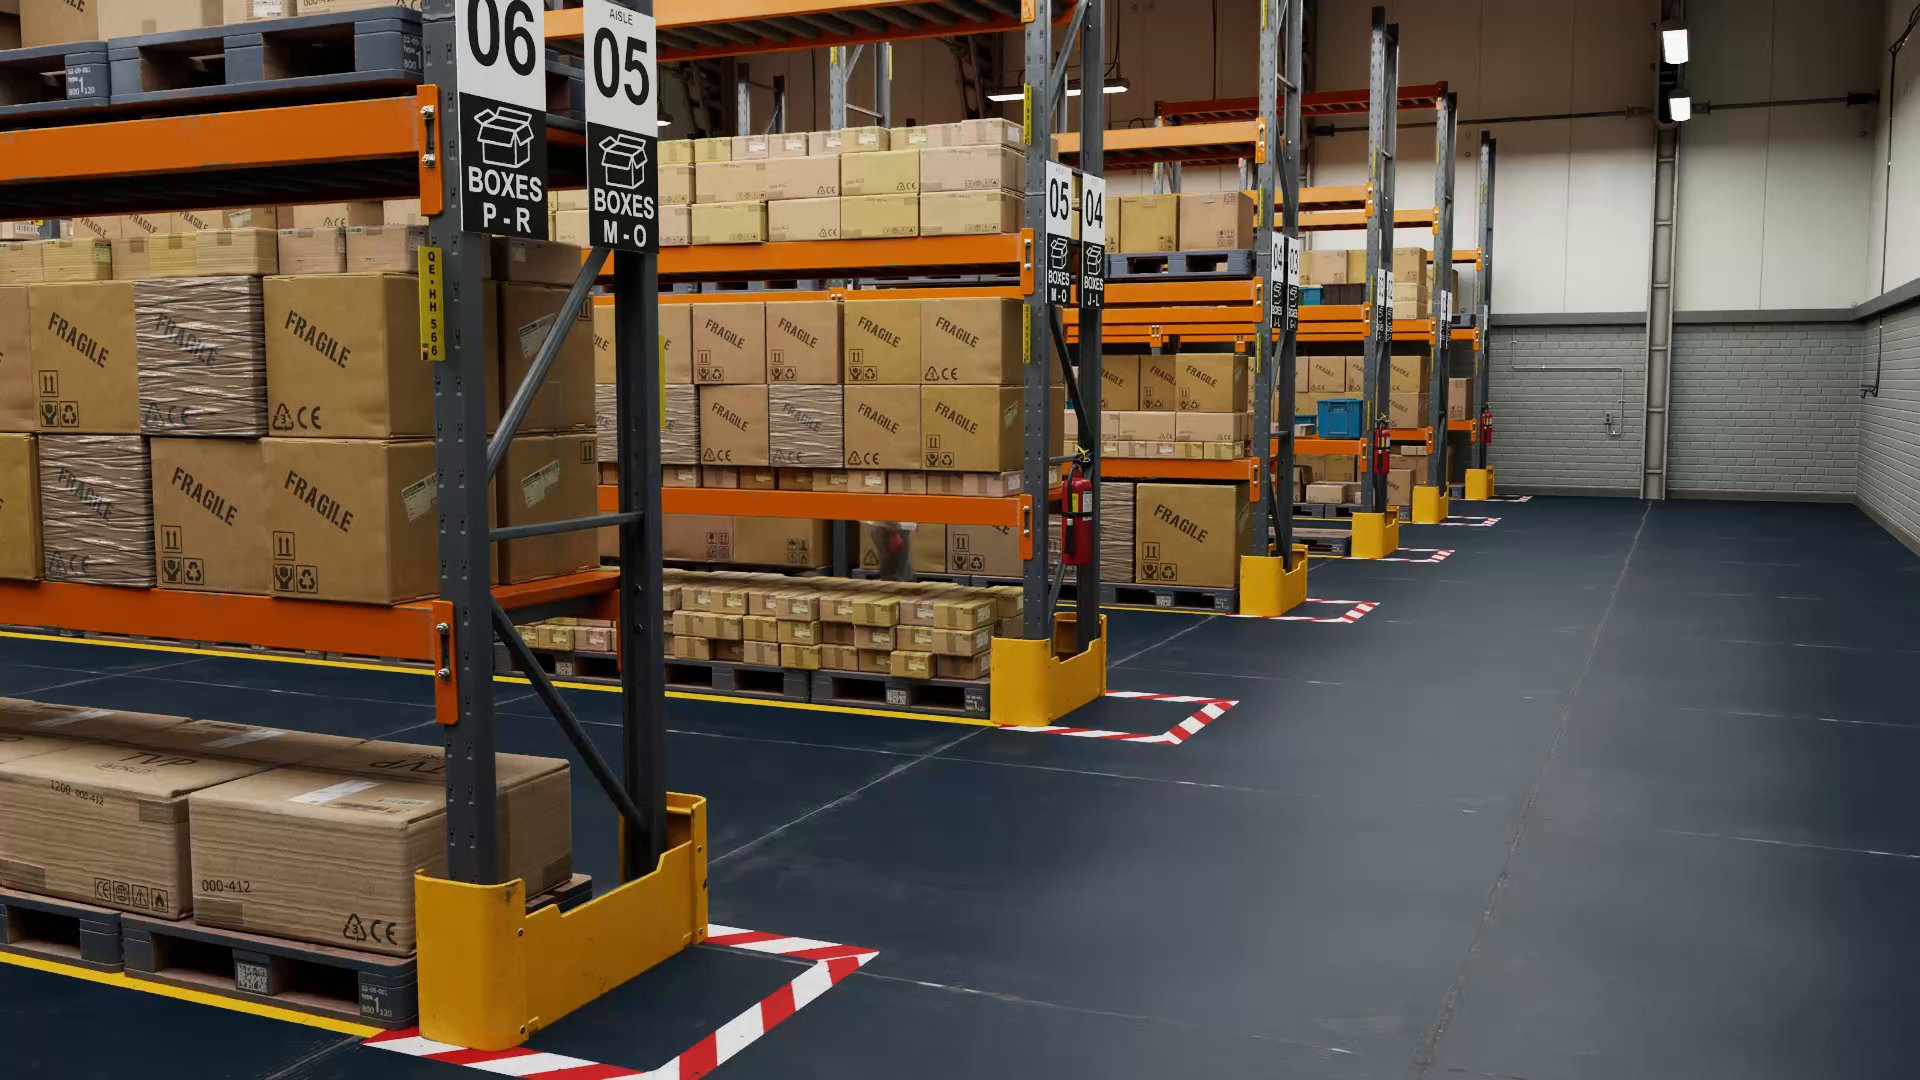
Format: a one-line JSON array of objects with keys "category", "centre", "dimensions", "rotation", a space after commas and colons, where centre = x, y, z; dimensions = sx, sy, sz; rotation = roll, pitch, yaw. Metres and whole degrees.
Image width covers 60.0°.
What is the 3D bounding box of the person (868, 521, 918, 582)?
[{"category": "person", "centre": [-0.533, -0.084, 12.222], "dimensions": [0.554, 1.769, 0.589], "rotation": [-1, 6, -9]}]
